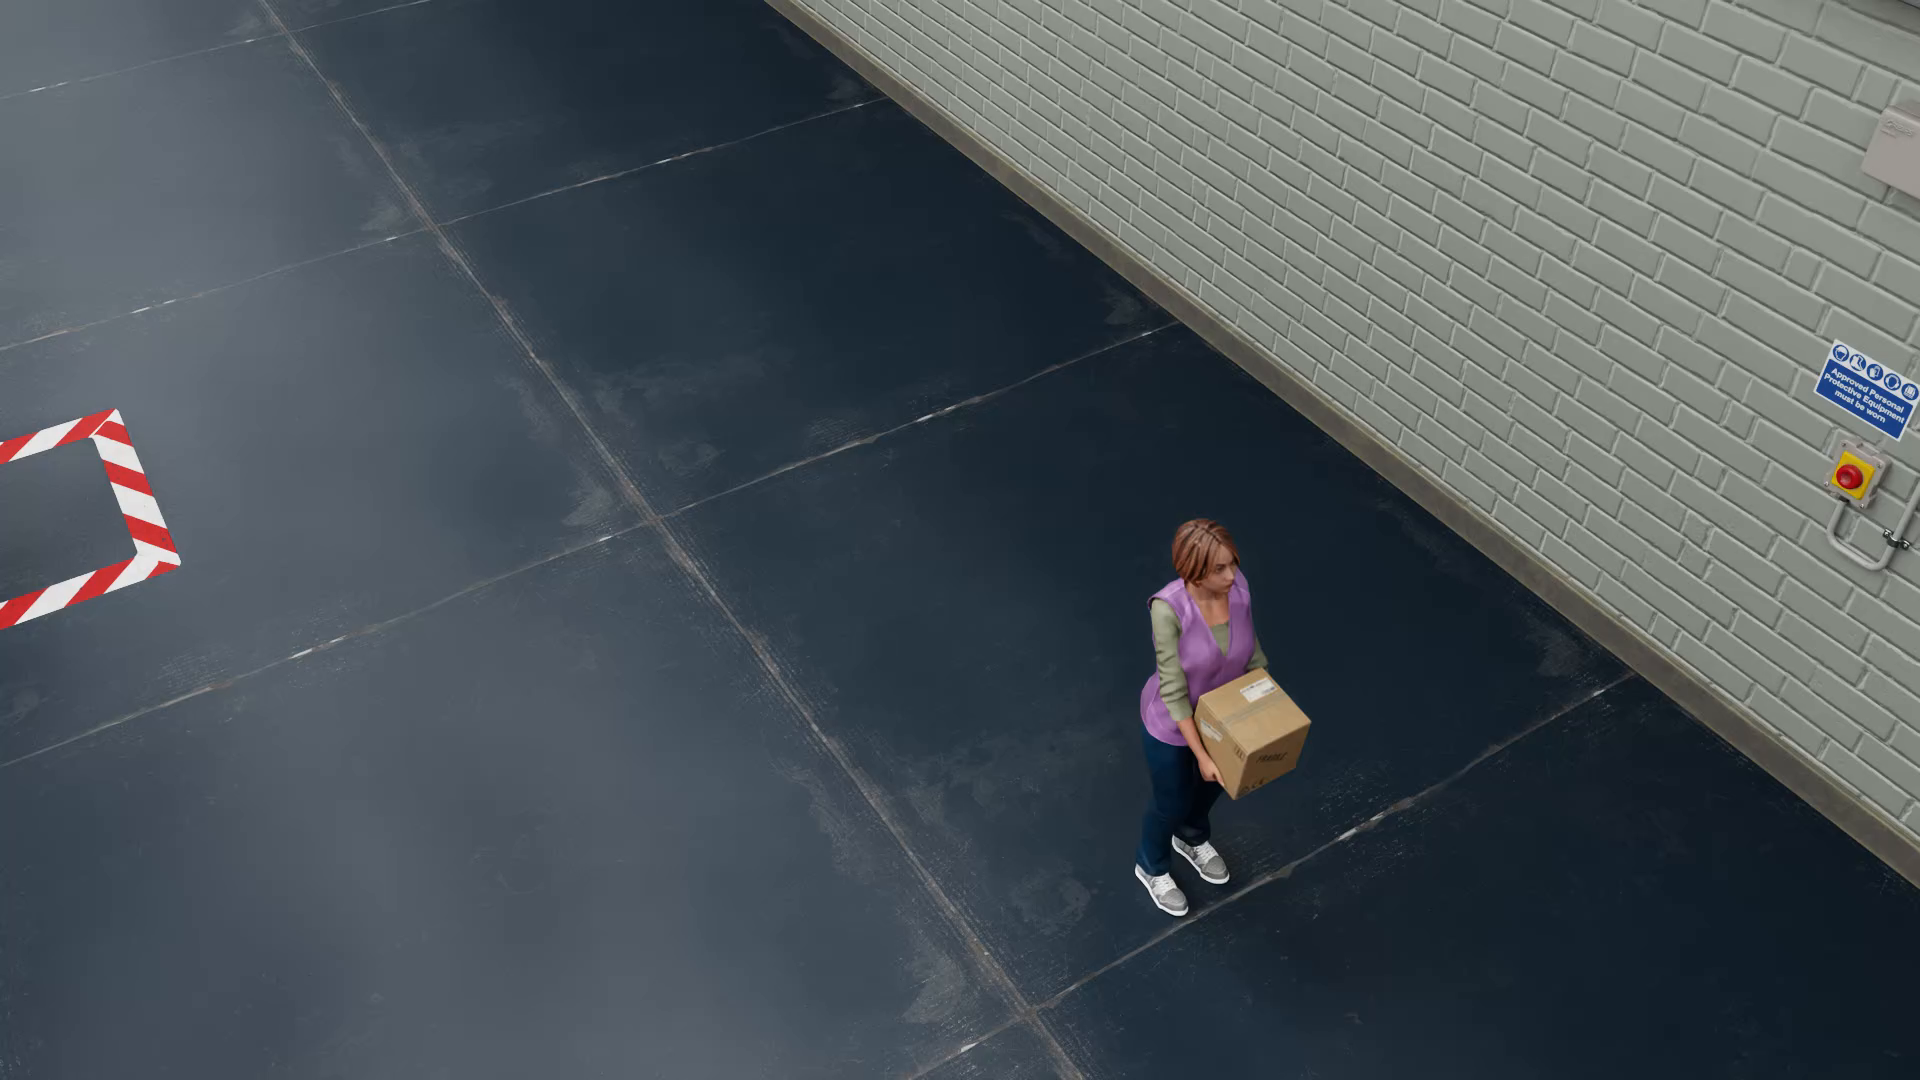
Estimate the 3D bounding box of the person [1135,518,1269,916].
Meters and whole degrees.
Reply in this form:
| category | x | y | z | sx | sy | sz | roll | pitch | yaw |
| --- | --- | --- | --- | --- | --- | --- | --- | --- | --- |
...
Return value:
| category | x | y | z | sx | sy | sz | roll | pitch | yaw |
| --- | --- | --- | --- | --- | --- | --- | --- | --- | --- |
| person | 0.812 | 0.633 | 5.451 | 0.405 | 1.590 | 0.492 | -22 | 46 | -23 |
